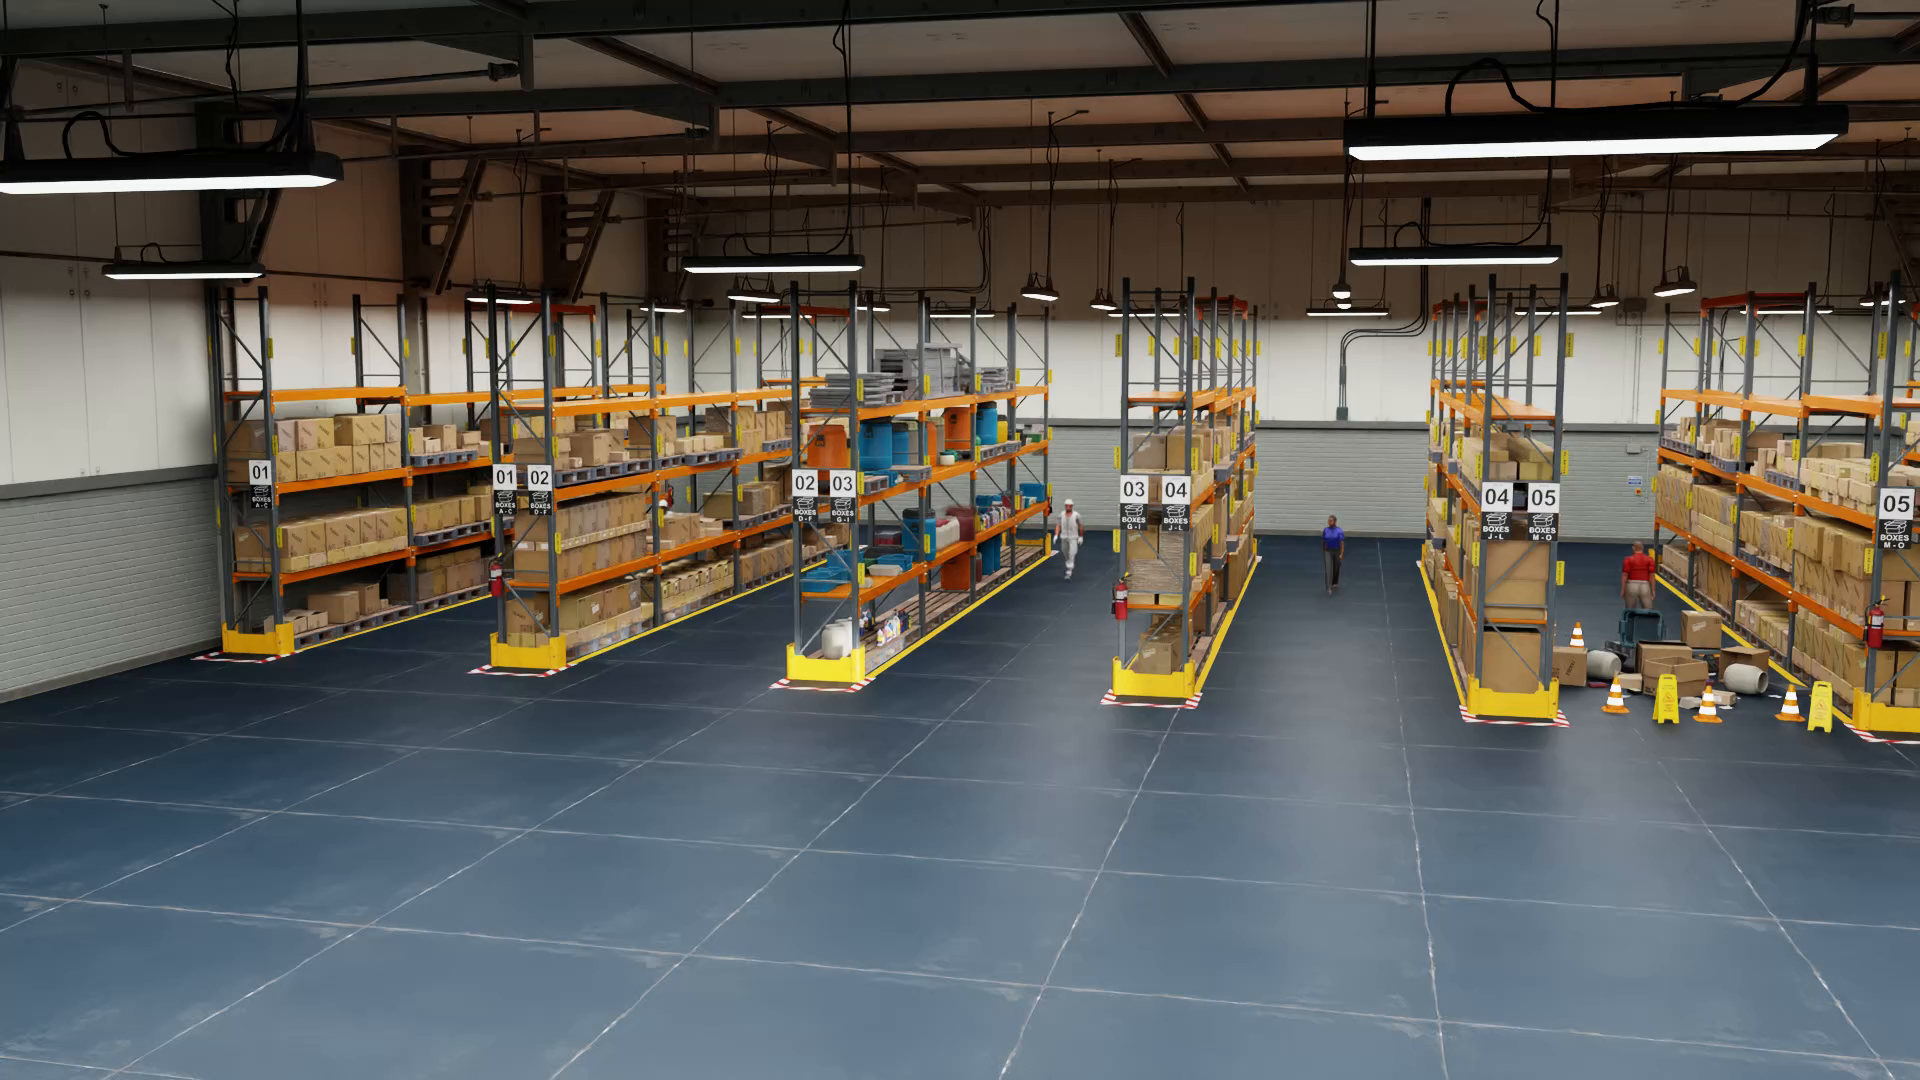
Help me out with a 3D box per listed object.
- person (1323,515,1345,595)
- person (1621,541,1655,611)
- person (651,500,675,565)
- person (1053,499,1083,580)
[{"bbox_3d":[7.651,0.281,34.059,0.438,1.595,1.033,1,7,12],"label":"person"},{"bbox_3d":[11.648,0.877,28.551,0.579,1.723,0.565,2,7,16],"label":"person"},{"bbox_3d":[-6.524,-0.072,36.951,0.602,1.678,0.721,3,7,25],"label":"person"},{"bbox_3d":[2.347,-0.030,36.150,0.591,1.724,1.068,2,7,17],"label":"person"}]
